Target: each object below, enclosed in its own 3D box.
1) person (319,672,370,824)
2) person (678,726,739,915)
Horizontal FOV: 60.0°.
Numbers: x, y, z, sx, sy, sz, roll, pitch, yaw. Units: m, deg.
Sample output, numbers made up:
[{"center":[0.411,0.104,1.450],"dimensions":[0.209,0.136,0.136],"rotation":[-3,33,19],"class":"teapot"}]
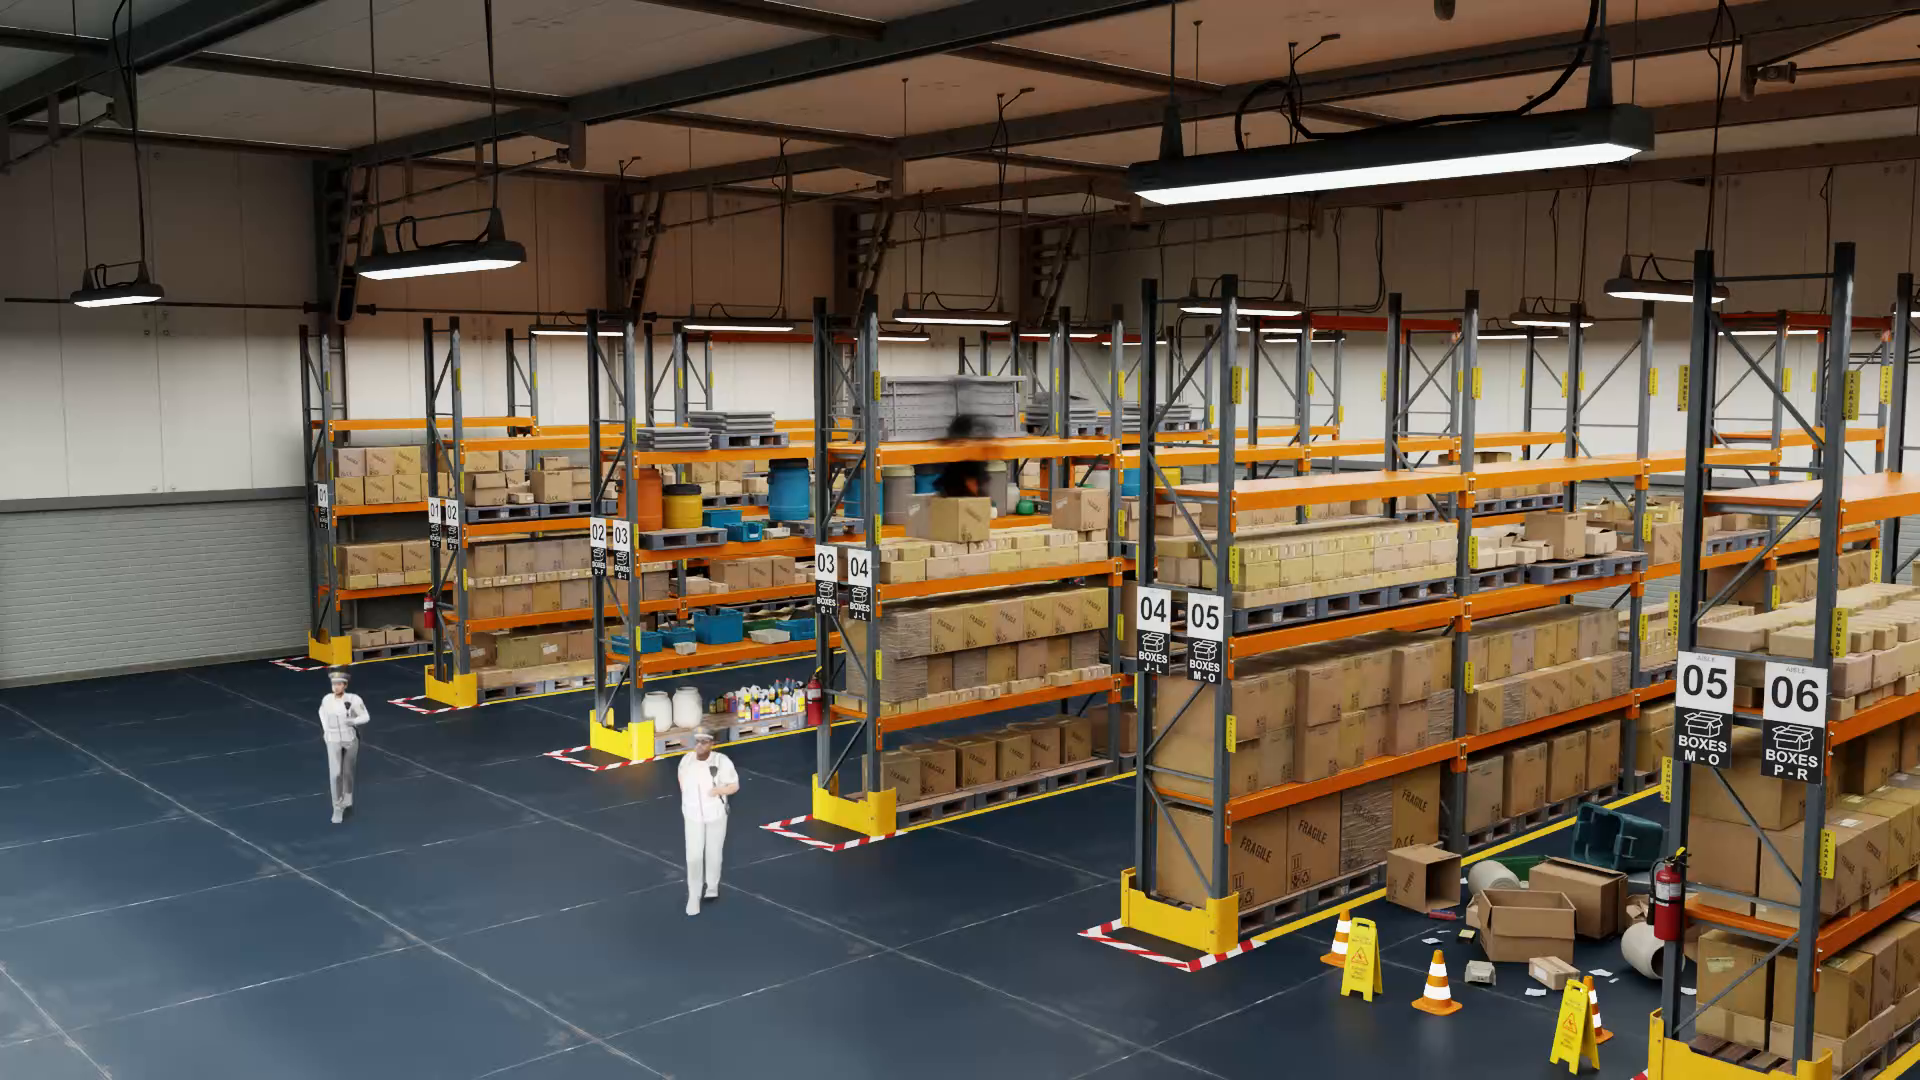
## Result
[{"center":[-7.166,2.379,19.376],"dimensions":[0.584,1.754,0.760],"rotation":[-1,6,-14],"class":"person"},{"center":[-2.432,2.694,16.017],"dimensions":[0.624,1.860,0.777],"rotation":[0,6,-1],"class":"person"}]
